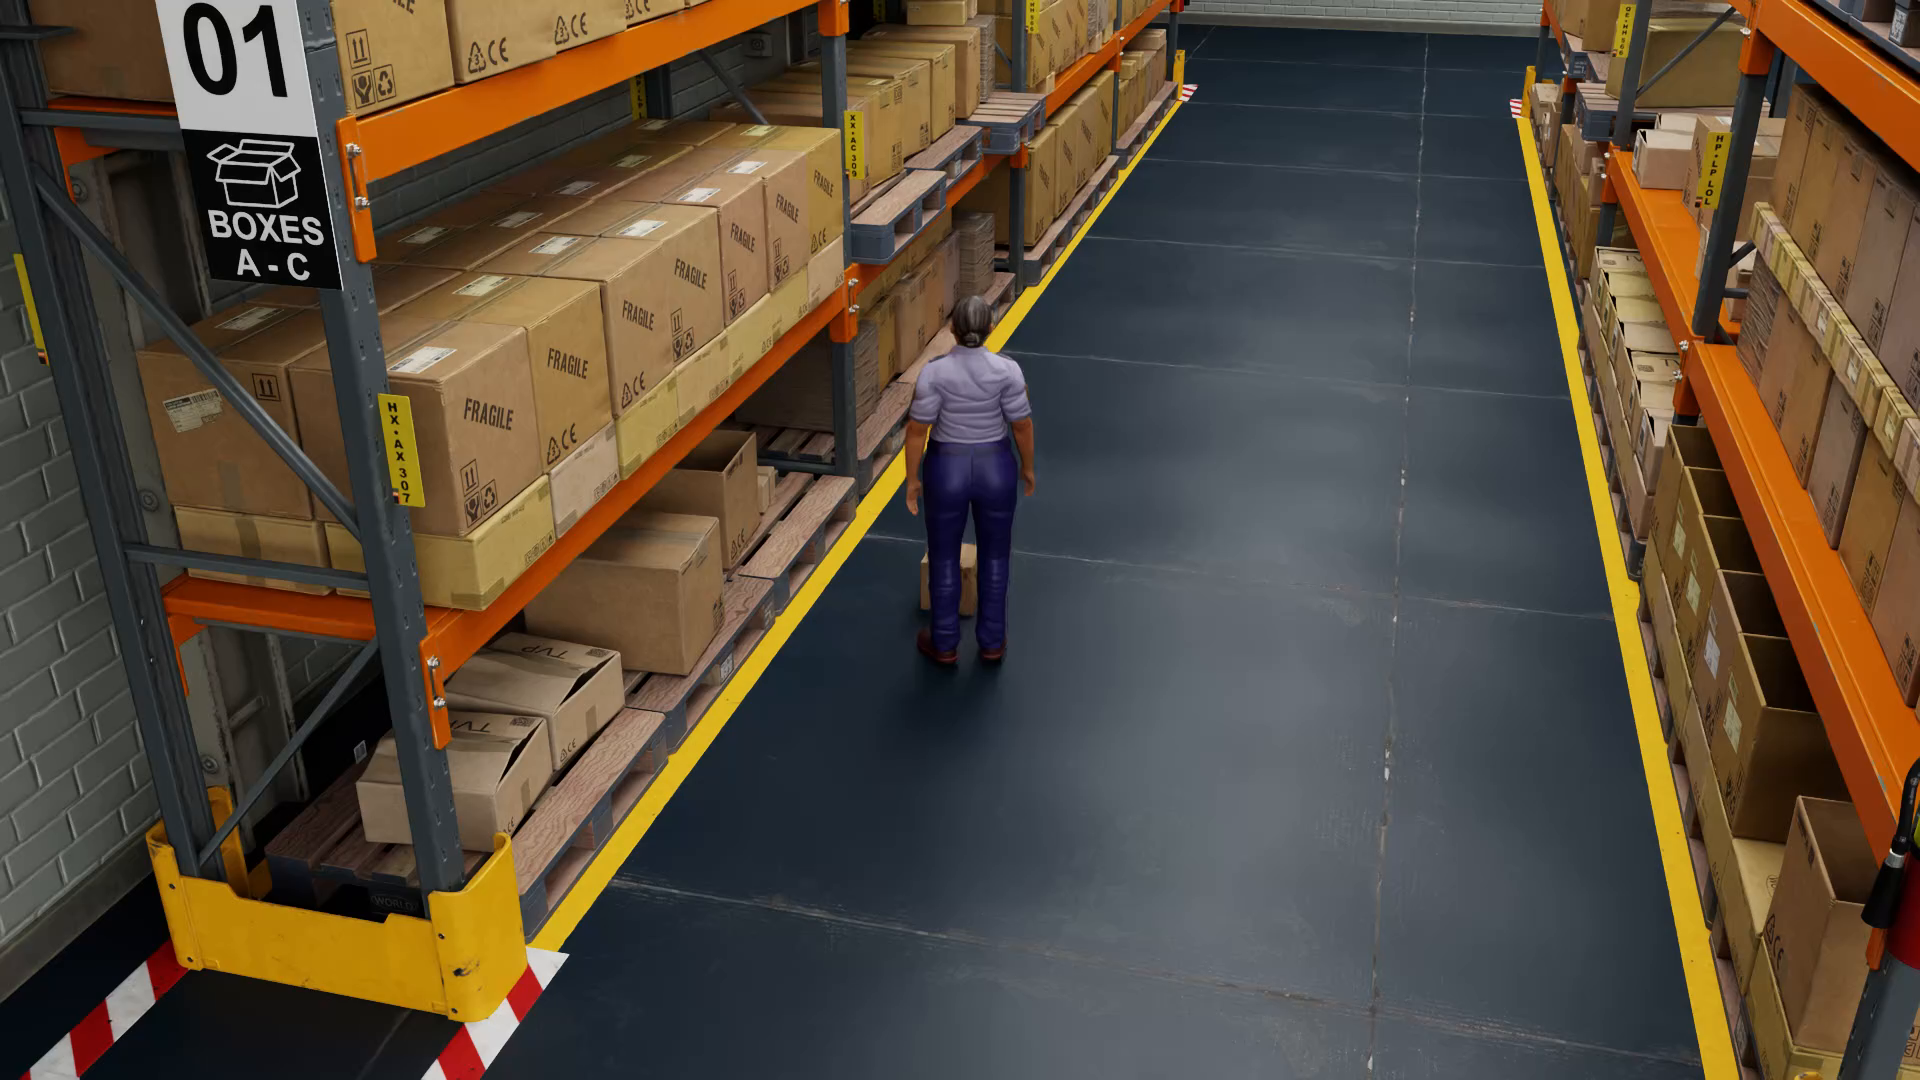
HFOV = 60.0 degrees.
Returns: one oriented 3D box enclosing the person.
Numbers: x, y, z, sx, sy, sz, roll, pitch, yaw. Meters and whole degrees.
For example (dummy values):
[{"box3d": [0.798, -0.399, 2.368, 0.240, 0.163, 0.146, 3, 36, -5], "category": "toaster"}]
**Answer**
[{"box3d": [0.048, -0.285, 7.108, 0.566, 1.583, 0.349, -2, 26, -4], "category": "person"}]
